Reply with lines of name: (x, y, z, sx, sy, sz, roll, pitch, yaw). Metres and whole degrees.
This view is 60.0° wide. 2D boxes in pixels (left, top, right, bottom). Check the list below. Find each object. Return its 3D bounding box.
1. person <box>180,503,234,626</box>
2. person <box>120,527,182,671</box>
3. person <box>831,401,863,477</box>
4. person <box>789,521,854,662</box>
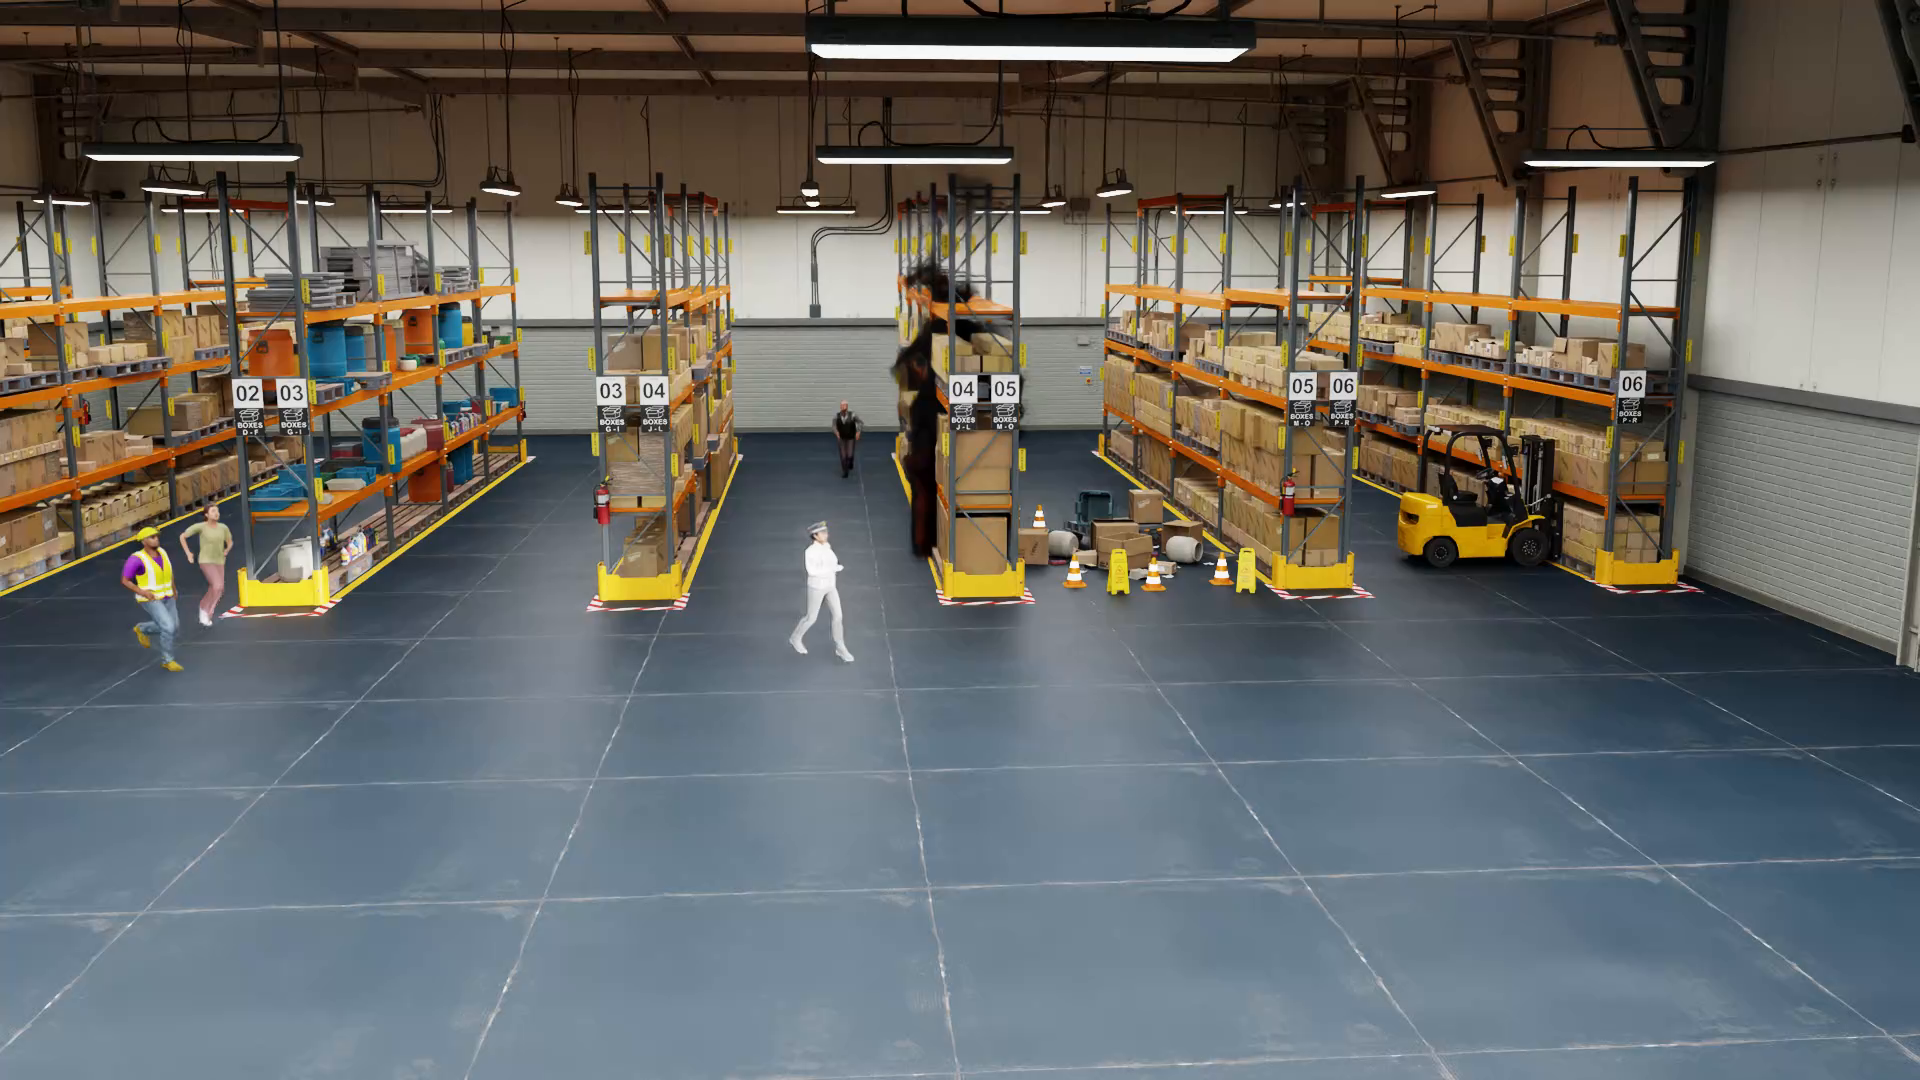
person: (-9.947, 0.335, 22.186, 0.577, 1.605, 0.602, 6, 12, 31)
person: (-9.672, 0.694, 19.910, 0.736, 1.723, 0.716, 3, 10, 15)
person: (-2.480, -2.194, 36.304, 0.680, 1.679, 0.643, 1, 10, 5)
person: (-1.697, 0.606, 20.288, 0.892, 1.712, 0.599, 7, 12, 34)
